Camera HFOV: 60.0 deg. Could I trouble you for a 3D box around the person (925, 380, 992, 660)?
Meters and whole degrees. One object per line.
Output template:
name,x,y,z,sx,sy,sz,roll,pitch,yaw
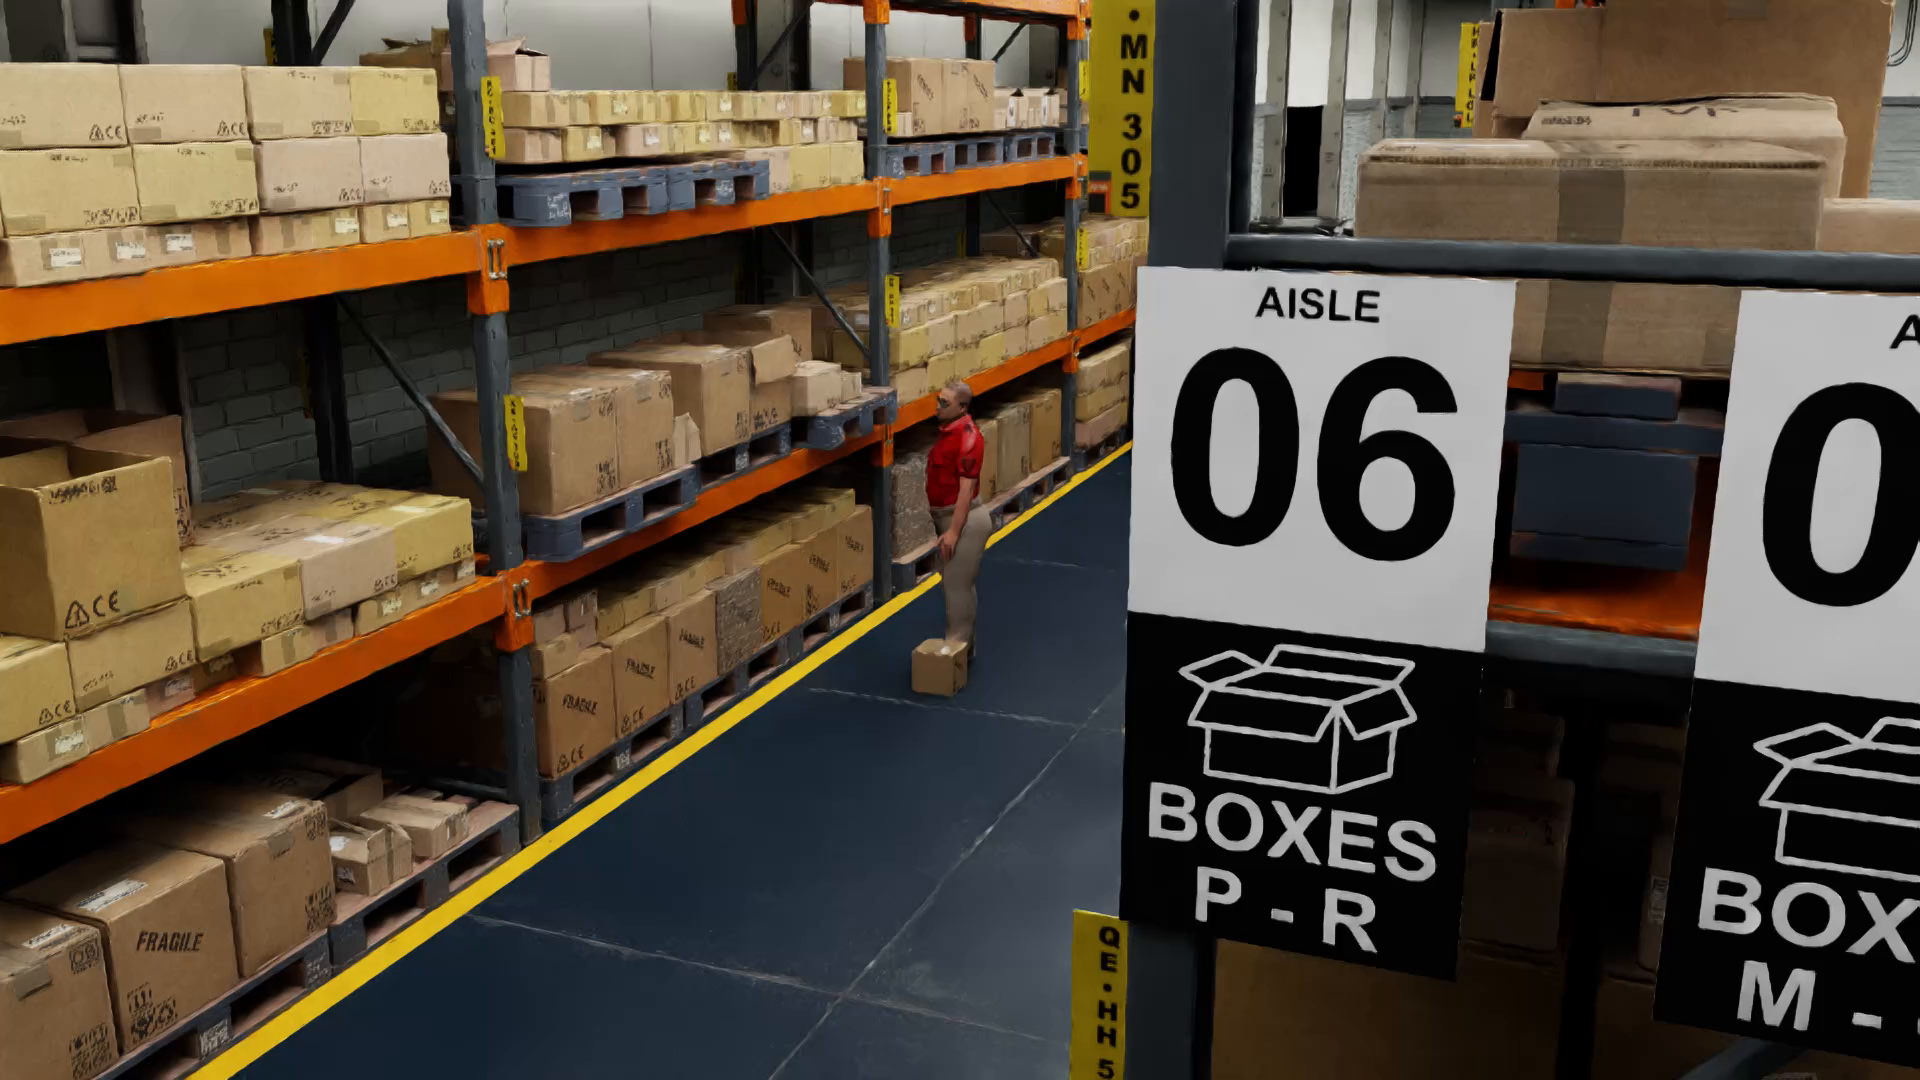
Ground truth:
person,-0.075,-0.081,9.765,0.477,1.737,0.596,-3,16,-12
